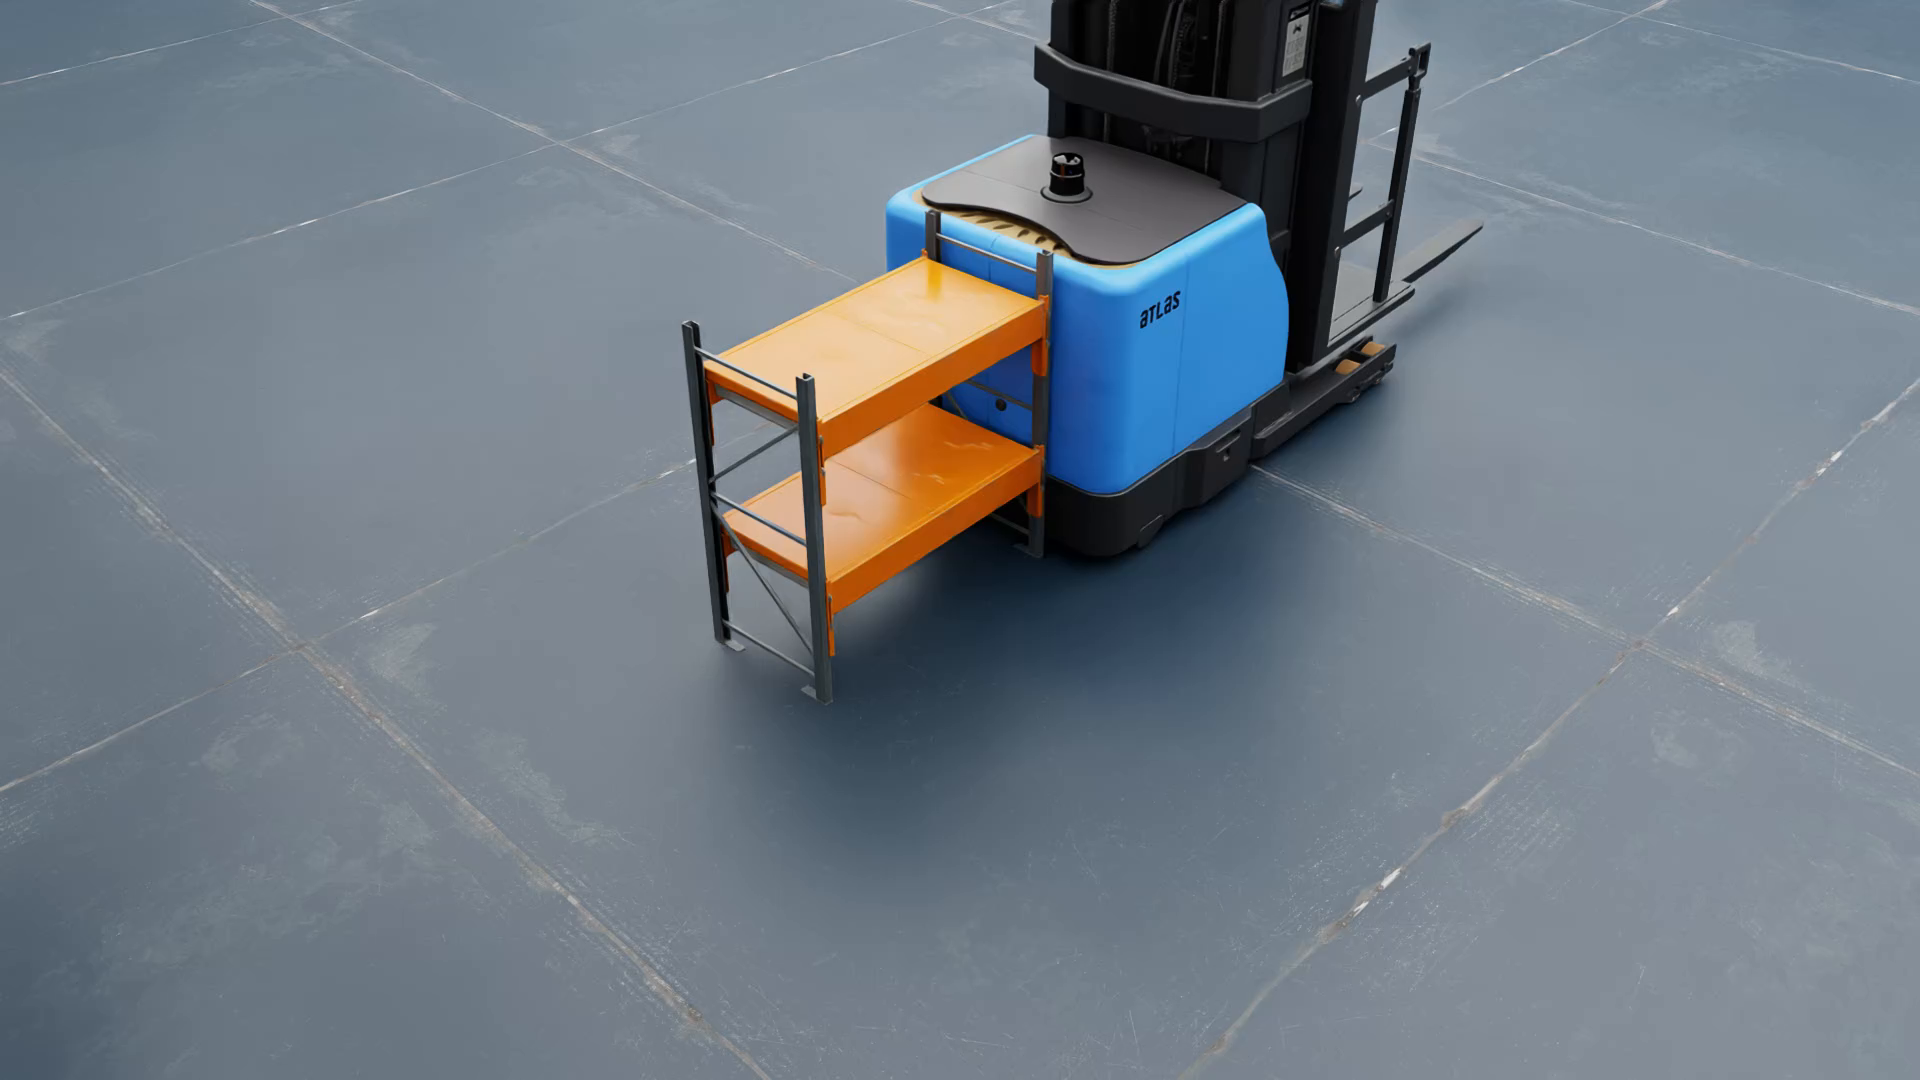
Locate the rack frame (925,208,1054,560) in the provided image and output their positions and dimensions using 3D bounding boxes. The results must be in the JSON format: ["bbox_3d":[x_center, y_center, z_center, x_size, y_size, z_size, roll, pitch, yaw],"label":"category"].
[{"bbox_3d":[0.086,-0.496,5.477,0.500,1.125,0.032,27,43,33],"label":"rack frame"}]

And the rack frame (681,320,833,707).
[{"bbox_3d":[-0.583,-0.058,4.850,0.500,1.125,0.032,27,43,33],"label":"rack frame"}]

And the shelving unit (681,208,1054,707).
[{"bbox_3d":[-0.248,-0.277,5.163,0.538,1.125,1.048,27,43,33],"label":"shelving unit"}]

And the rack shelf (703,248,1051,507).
[{"bbox_3d":[-0.248,-0.517,4.996,0.538,0.278,1.000,27,43,33],"label":"rack shelf"}]

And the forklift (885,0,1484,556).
[{"bbox_3d":[1.084,-1.911,5.929,1.130,2.935,3.031,27,43,33],"label":"forklift"}]

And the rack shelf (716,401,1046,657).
[{"bbox_3d":[-0.248,-0.076,5.303,0.538,0.278,1.000,27,43,33],"label":"rack shelf"}]
